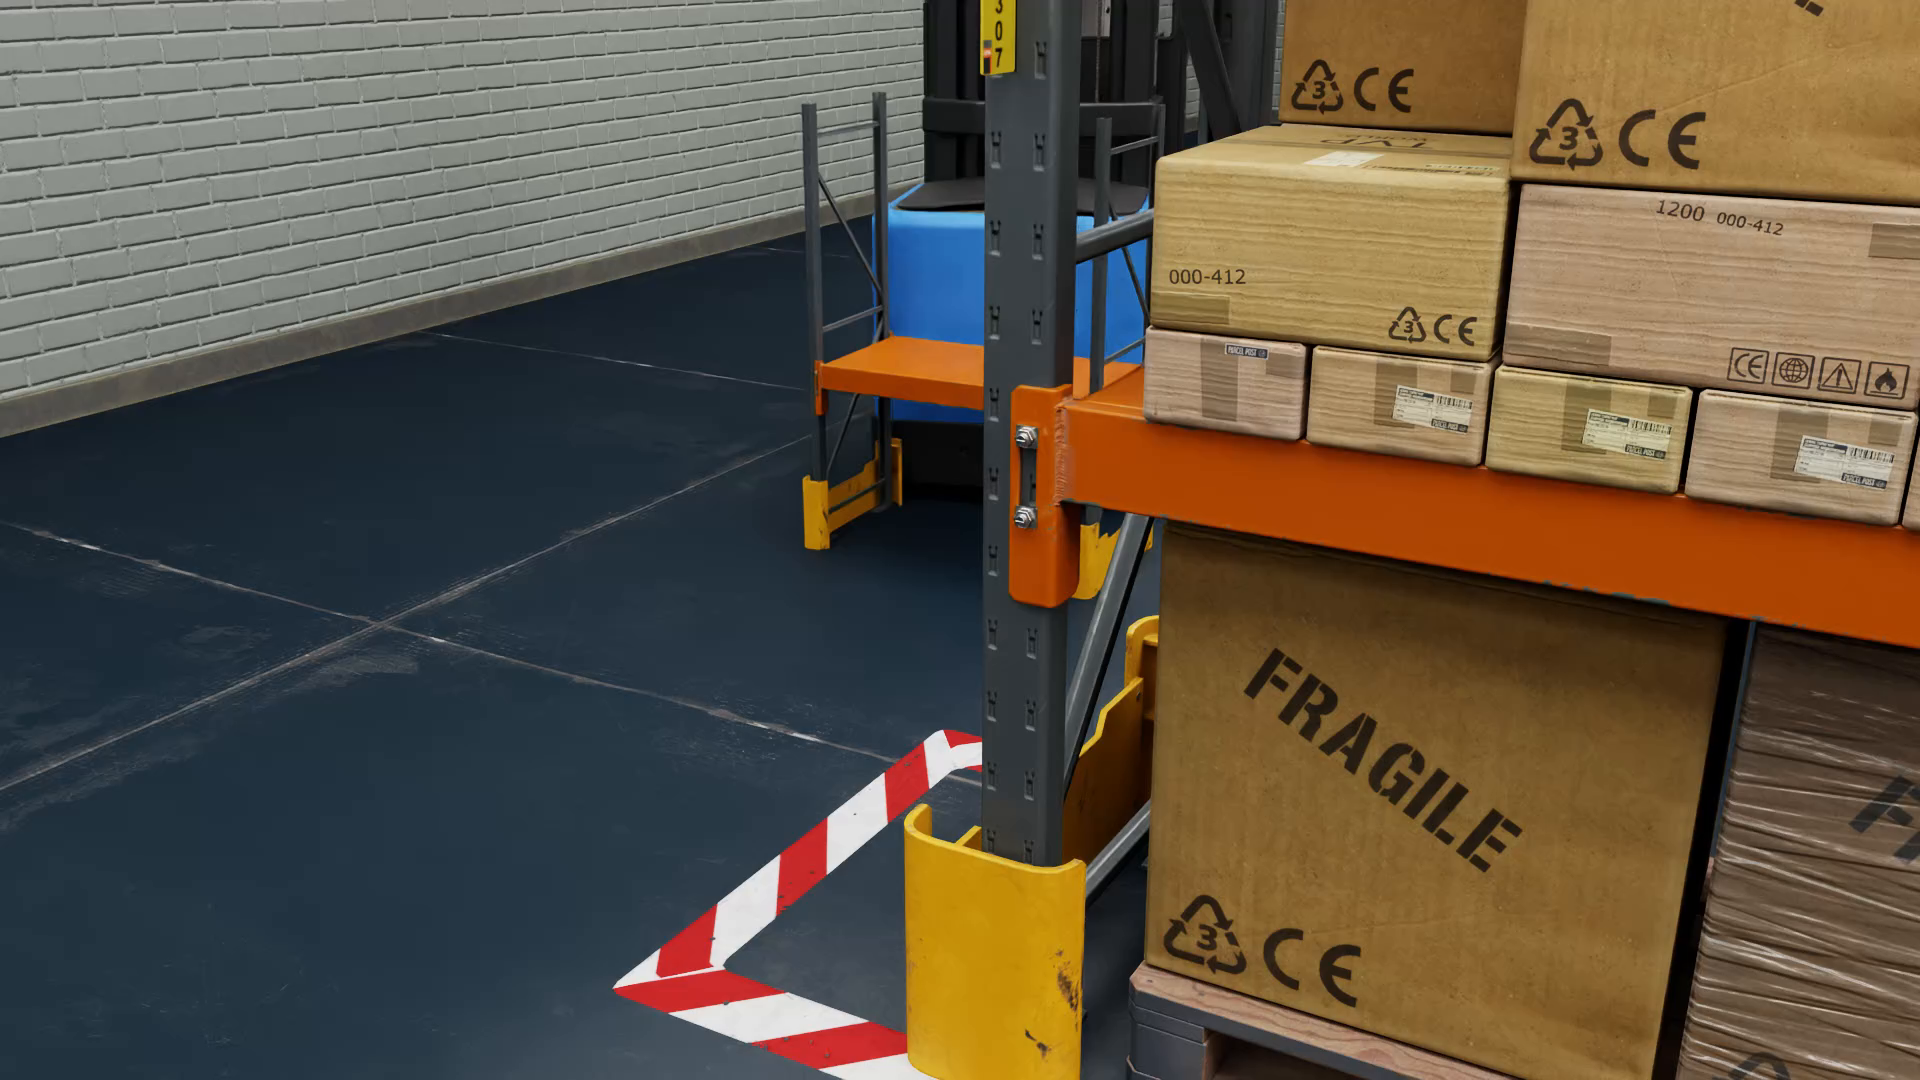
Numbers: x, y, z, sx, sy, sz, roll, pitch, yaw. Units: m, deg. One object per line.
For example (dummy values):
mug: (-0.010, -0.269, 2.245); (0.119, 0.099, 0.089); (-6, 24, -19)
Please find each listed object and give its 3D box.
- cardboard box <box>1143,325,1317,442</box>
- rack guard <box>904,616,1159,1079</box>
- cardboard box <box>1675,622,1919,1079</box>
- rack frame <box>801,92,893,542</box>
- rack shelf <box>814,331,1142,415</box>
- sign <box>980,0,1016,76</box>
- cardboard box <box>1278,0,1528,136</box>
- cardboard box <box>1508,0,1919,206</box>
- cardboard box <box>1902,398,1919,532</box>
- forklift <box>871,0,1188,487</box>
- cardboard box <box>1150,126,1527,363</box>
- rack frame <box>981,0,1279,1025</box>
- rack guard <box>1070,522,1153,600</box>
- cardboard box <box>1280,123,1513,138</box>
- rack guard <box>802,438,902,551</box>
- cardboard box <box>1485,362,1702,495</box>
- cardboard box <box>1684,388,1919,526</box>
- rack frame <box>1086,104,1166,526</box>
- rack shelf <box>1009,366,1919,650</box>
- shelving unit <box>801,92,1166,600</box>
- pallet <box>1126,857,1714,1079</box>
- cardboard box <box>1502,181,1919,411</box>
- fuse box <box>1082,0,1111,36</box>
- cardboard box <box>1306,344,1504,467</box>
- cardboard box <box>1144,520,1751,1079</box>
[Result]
cardboard box: (0.481, -0.289, 2.630); (0.250, 0.149, 0.380); (11, 23, 28)
rack guard: (0.311, 0.607, 3.458); (0.348, 0.500, 1.175); (11, 23, 27)
cardboard box: (1.724, 0.471, 2.667); (0.875, 0.875, 0.875); (11, 23, 27)
rack frame: (-0.380, -0.759, 5.759); (0.032, 1.500, 0.500); (10, 22, 25)
rack shelf: (0.073, -0.512, 5.603); (1.000, 0.185, 0.538); (10, 22, 25)
sign: (0.056, -0.844, 2.407); (0.005, 0.325, 0.100); (11, 23, 27)
cardboard box: (0.885, -0.983, 2.860); (0.500, 0.500, 0.500); (11, 23, 28)
cardboard box: (1.056, -0.742, 2.197); (0.500, 0.500, 0.500); (10, 22, 26)
cardboard box: (1.379, -0.118, 2.161); (0.250, 0.149, 0.380); (10, 22, 26)
forklift: (0.435, -2.011, 7.110); (1.130, 2.935, 3.031); (4, 20, 10)
cardboard box: (0.619, -0.473, 2.554); (0.500, 0.250, 0.500); (10, 22, 26)
rack frame: (0.332, -0.564, 3.021); (0.127, 3.000, 1.000); (11, 23, 27)
rack guard: (0.509, -0.017, 5.546); (0.087, 0.250, 0.587); (10, 22, 25)
cardboard box: (0.884, -0.632, 2.992); (0.500, 0.250, 0.500); (10, 22, 26)
rack guard: (-0.378, -0.172, 5.972); (0.087, 0.250, 0.587); (10, 22, 25)
cardboard box: (0.929, -0.204, 2.397); (0.250, 0.149, 0.380); (10, 22, 26)
cardboard box: (1.158, -0.161, 2.278); (0.250, 0.149, 0.380); (10, 22, 26)
rack frame: (0.526, -0.602, 5.325); (0.032, 1.500, 0.500); (10, 22, 25)
rack shelf: (2.078, 0.107, 2.227); (4.000, 0.370, 1.077); (11, 23, 27)
shelving unit: (0.065, -0.682, 5.546); (1.083, 1.500, 0.587); (10, 22, 25)
pallet: (1.068, 0.857, 3.194); (1.213, 0.211, 1.003); (11, 23, 27)
cardboard box: (1.076, -0.389, 2.321); (0.500, 0.250, 0.500); (10, 22, 27)
fuse box: (1.383, -4.440, 15.597); (0.414, 1.711, 0.539); (11, 23, 27)
cardboard box: (0.706, -0.246, 2.514); (0.250, 0.149, 0.380); (10, 22, 27)
cardboard box: (0.930, 0.320, 3.084); (0.875, 0.875, 0.875); (11, 23, 27)
